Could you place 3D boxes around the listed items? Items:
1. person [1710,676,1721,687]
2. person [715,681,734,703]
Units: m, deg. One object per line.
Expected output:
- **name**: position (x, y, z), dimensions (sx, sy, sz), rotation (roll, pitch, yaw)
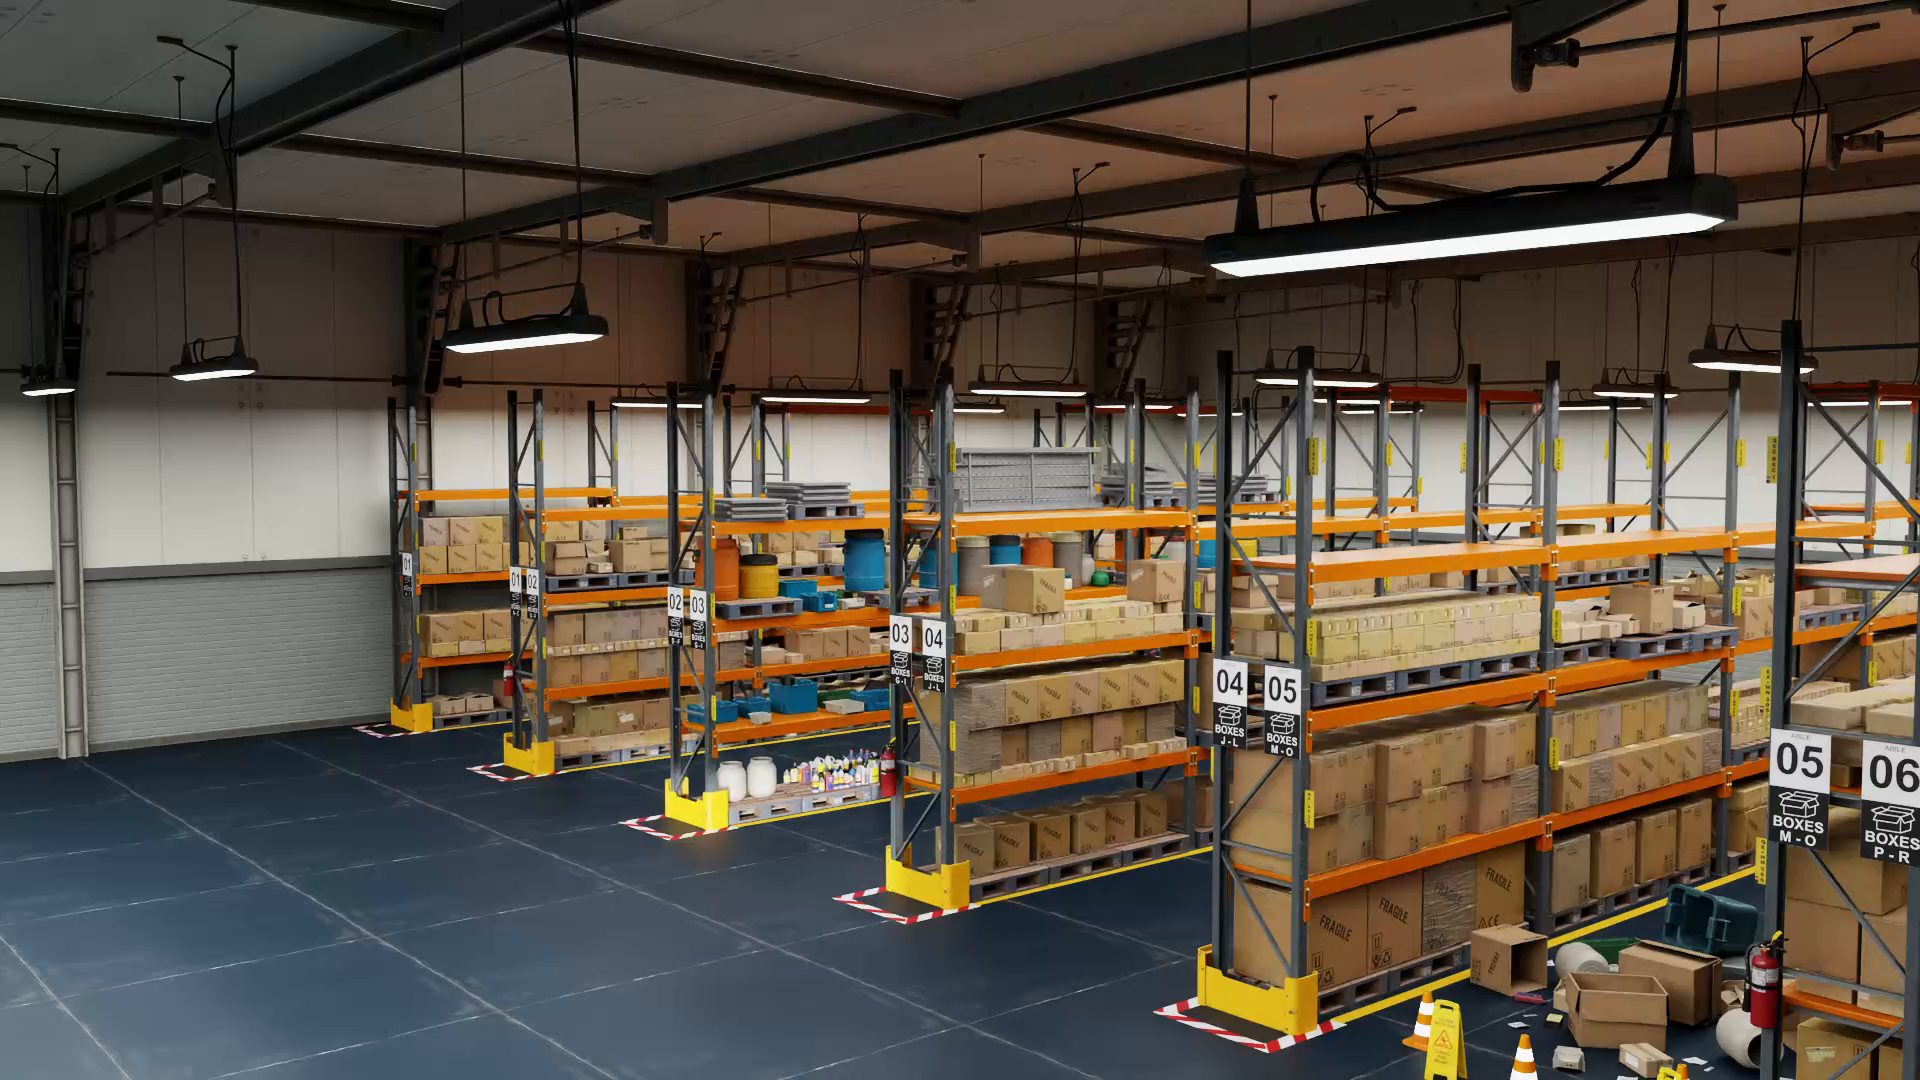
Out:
- **person**: position (11.872, 2.880, 25.827), dimensions (0.601, 1.634, 0.959), rotation (2, 4, 36)
- **person**: position (-4.318, 2.571, 30.637), dimensions (0.617, 1.633, 0.521), rotation (3, 4, 40)
